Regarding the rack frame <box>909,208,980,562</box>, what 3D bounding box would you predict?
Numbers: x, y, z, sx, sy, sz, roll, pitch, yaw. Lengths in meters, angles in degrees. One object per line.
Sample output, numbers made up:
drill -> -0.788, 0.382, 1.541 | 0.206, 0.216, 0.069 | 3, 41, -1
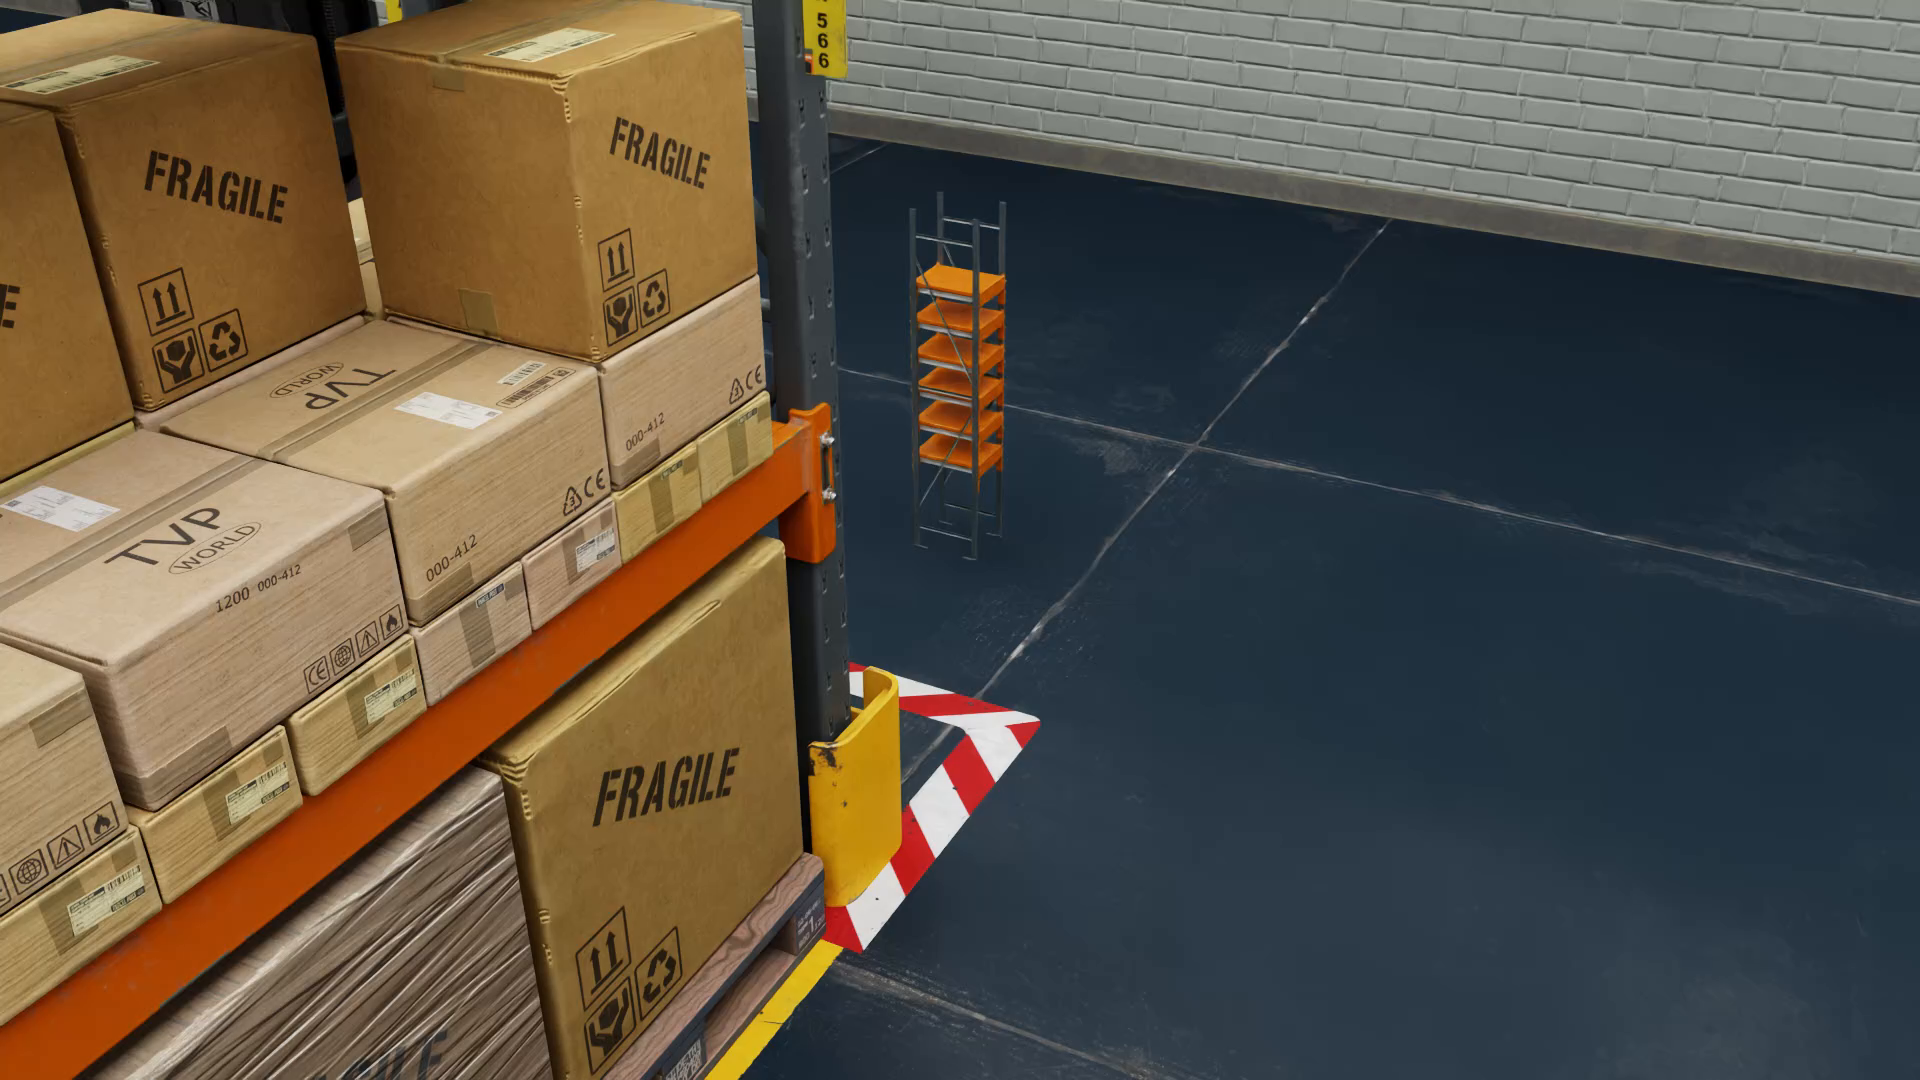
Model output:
rack frame -> -0.048, -0.473, 5.369 | 0.240, 1.200, 0.006 | 14, 33, 23

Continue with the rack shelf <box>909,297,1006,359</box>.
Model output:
rack shelf -> -0.007, -0.683, 5.343 | 0.258, 0.103, 0.180 | 14, 33, 23

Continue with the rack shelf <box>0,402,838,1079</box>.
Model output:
rack shelf -> -1.650, 0.629, 2.365 | 1.077, 0.370, 4.000 | 14, 33, 23

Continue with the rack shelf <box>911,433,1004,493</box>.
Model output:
rack shelf -> -0.007, -0.267, 5.582 | 0.258, 0.103, 0.180 | 14, 33, 23

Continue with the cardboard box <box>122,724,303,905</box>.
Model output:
cardboard box -> -1.190, 0.340, 2.398 | 0.380, 0.149, 0.250 | 14, 33, 23

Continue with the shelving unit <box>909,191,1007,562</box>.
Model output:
shelving unit -> -0.007, -0.514, 5.440 | 0.258, 1.200, 0.189 | 14, 33, 23

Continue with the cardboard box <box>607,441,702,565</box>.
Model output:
cardboard box -> -0.725, -0.113, 3.186 | 0.380, 0.149, 0.250 | 15, 33, 24

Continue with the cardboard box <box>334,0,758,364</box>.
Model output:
cardboard box -> -0.727, -0.683, 3.026 | 0.500, 0.500, 0.500 | 15, 33, 24

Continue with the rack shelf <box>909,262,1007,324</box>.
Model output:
rack shelf -> -0.007, -0.788, 5.283 | 0.258, 0.103, 0.180 | 14, 33, 23

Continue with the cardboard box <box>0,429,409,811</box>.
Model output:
cardboard box -> -1.187, 0.092, 2.430 | 0.500, 0.250, 0.500 | 13, 32, 22

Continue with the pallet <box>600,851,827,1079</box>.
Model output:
pallet -> -1.034, 1.012, 3.776 | 1.003, 0.211, 1.213 | 14, 33, 23

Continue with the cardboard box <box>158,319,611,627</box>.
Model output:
cardboard box -> -0.955, -0.134, 2.823 | 0.500, 0.250, 0.500 | 14, 33, 22

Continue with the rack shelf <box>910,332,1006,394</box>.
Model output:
rack shelf -> -0.007, -0.579, 5.402 | 0.258, 0.103, 0.180 | 14, 33, 23

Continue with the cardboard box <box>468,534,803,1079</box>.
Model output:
cardboard box -> -0.960, 0.471, 3.629 | 0.875, 0.875, 0.875 | 14, 33, 23

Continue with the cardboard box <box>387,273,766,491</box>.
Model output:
cardboard box -> -0.724, -0.359, 3.214 | 0.500, 0.250, 0.500 | 14, 33, 23

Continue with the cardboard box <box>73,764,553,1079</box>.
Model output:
cardboard box -> -1.374, 0.875, 2.926 | 0.875, 0.875, 0.875 | 14, 33, 23

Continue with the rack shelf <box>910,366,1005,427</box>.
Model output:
rack shelf -> -0.007, -0.475, 5.462 | 0.258, 0.103, 0.180 | 14, 33, 23

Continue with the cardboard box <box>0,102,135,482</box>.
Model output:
cardboard box -> -1.657, -0.355, 2.454 | 0.500, 0.500, 0.500 | 13, 32, 22

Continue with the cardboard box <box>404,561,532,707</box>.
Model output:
cardboard box -> -0.956, 0.109, 2.800 | 0.380, 0.149, 0.250 | 15, 33, 24

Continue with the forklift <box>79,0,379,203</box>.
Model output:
forklift -> -2.749, -1.552, 5.509 | 3.031, 2.935, 1.130 | 2, 30, 3

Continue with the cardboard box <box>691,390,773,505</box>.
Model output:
cardboard box -> -0.608, -0.228, 3.387 | 0.380, 0.149, 0.250 | 15, 33, 24

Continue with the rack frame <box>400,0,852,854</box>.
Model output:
rack frame -> -0.739, -0.570, 3.730 | 1.000, 3.000, 0.127 | 14, 33, 23

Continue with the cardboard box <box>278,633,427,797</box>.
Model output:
cardboard box -> -1.072, 0.225, 2.598 | 0.380, 0.149, 0.250 | 14, 33, 22

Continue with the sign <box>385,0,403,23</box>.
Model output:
sign -> -1.231, -1.108, 3.718 | 0.100, 0.325, 0.005 | 14, 33, 23

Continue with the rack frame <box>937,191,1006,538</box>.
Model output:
rack frame -> 0.035, -0.554, 5.511 | 0.240, 1.200, 0.006 | 14, 33, 23

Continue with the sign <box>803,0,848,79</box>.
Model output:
sign -> -0.262, -1.045, 3.157 | 0.100, 0.325, 0.005 | 14, 33, 23

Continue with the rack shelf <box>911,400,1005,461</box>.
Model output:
rack shelf -> -0.007, -0.371, 5.522 | 0.258, 0.103, 0.180 | 14, 33, 23

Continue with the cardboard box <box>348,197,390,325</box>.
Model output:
cardboard box -> -1.198, -0.482, 3.429 | 0.500, 0.250, 0.500 | 13, 32, 22

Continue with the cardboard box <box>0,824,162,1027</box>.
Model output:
cardboard box -> -1.305, 0.449, 2.207 | 0.380, 0.149, 0.250 | 15, 33, 24

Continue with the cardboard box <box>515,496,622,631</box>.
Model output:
cardboard box -> -0.841, -0.001, 2.992 | 0.380, 0.149, 0.250 | 14, 33, 23

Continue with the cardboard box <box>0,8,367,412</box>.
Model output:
cardboard box -> -1.426, -0.586, 2.857 | 0.500, 0.500, 0.500 | 13, 33, 22

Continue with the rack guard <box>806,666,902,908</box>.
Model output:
rack guard -> -0.728, 0.504, 4.371 | 1.175, 0.500, 0.348 | 14, 33, 23

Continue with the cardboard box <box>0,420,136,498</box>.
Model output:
cardboard box -> -1.661, -0.028, 2.639 | 0.500, 0.250, 0.500 | 13, 32, 22

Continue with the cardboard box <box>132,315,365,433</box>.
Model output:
cardboard box -> -1.429, -0.250, 3.025 | 0.500, 0.250, 0.500 | 14, 33, 23

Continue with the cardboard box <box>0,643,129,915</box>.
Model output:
cardboard box -> -1.421, 0.324, 2.026 | 0.500, 0.250, 0.500 | 14, 33, 23
